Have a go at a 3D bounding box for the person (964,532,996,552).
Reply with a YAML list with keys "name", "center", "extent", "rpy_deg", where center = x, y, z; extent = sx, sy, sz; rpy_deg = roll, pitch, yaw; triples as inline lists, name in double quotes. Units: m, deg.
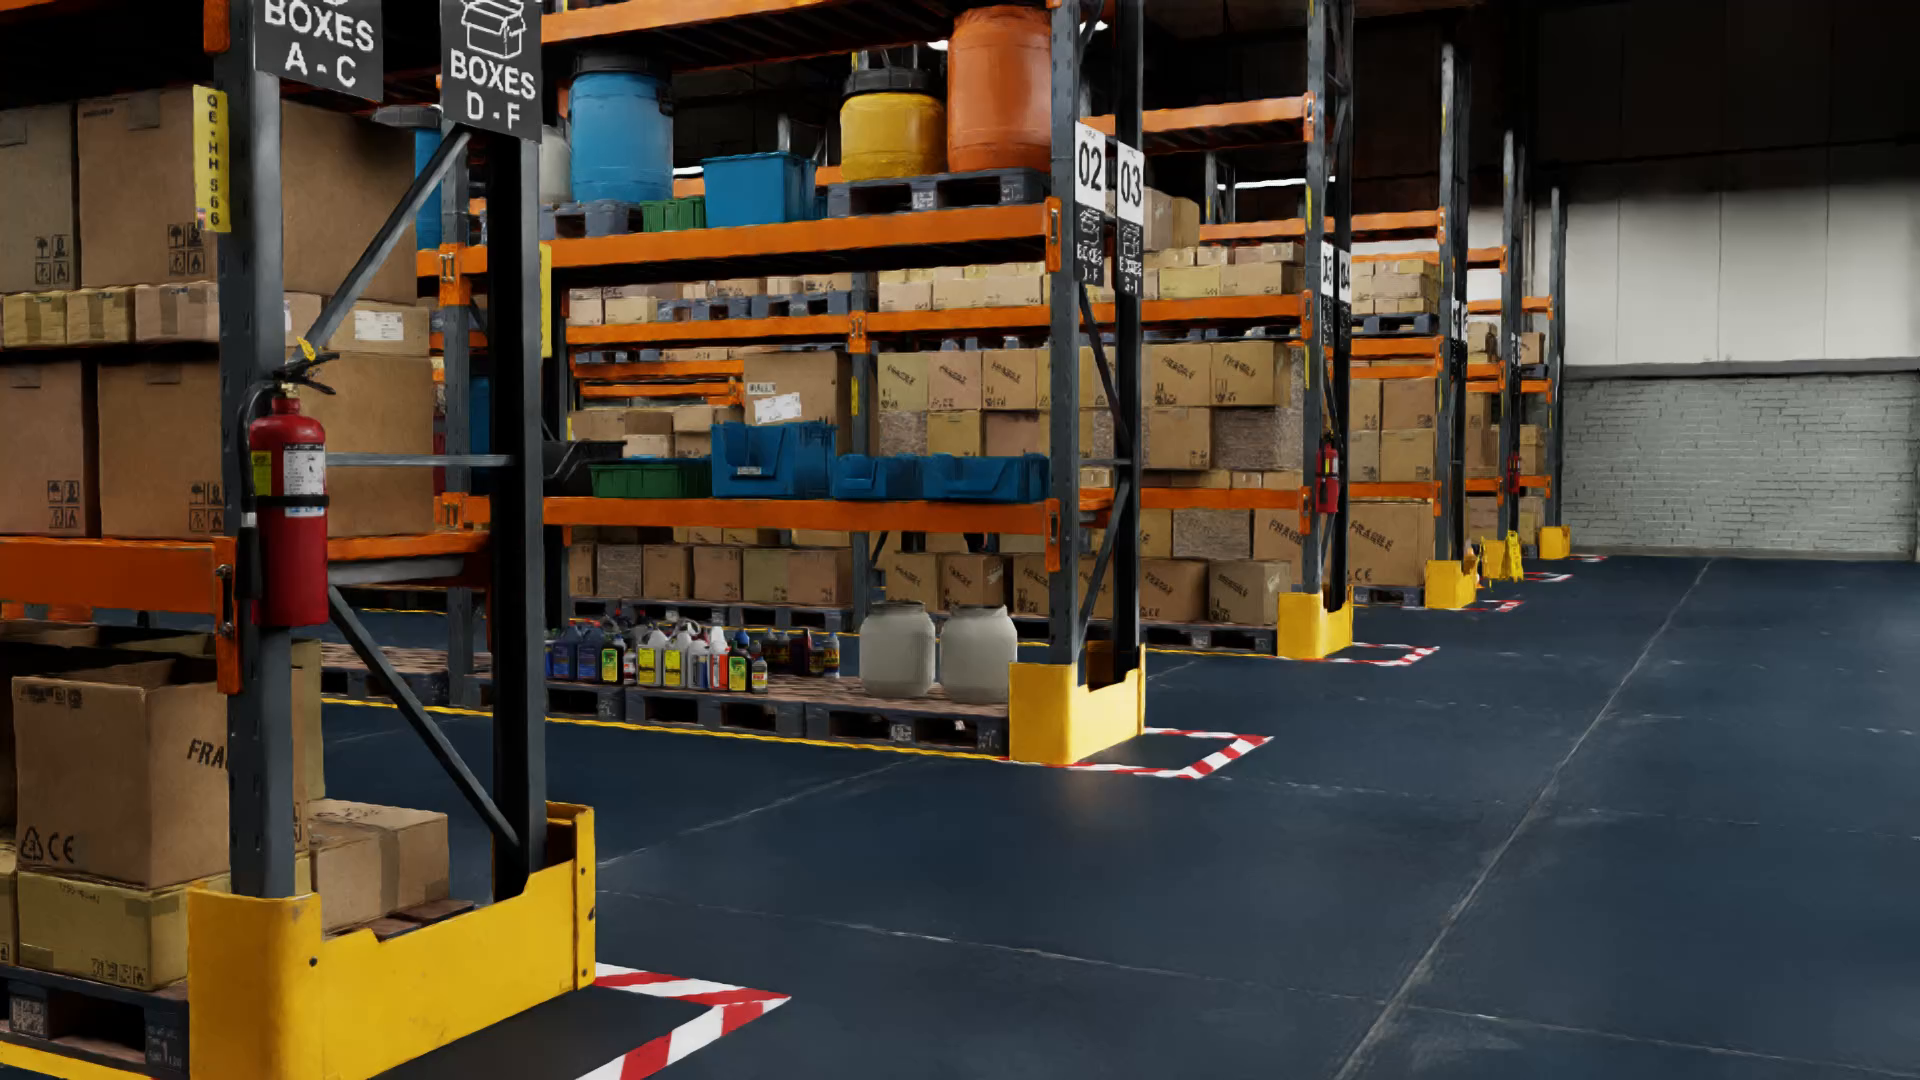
- name: "person"
  center: [0.177, -0.072, 16.382]
  extent: [0.575, 1.589, 0.546]
  rpy_deg: [-2, 3, -31]
